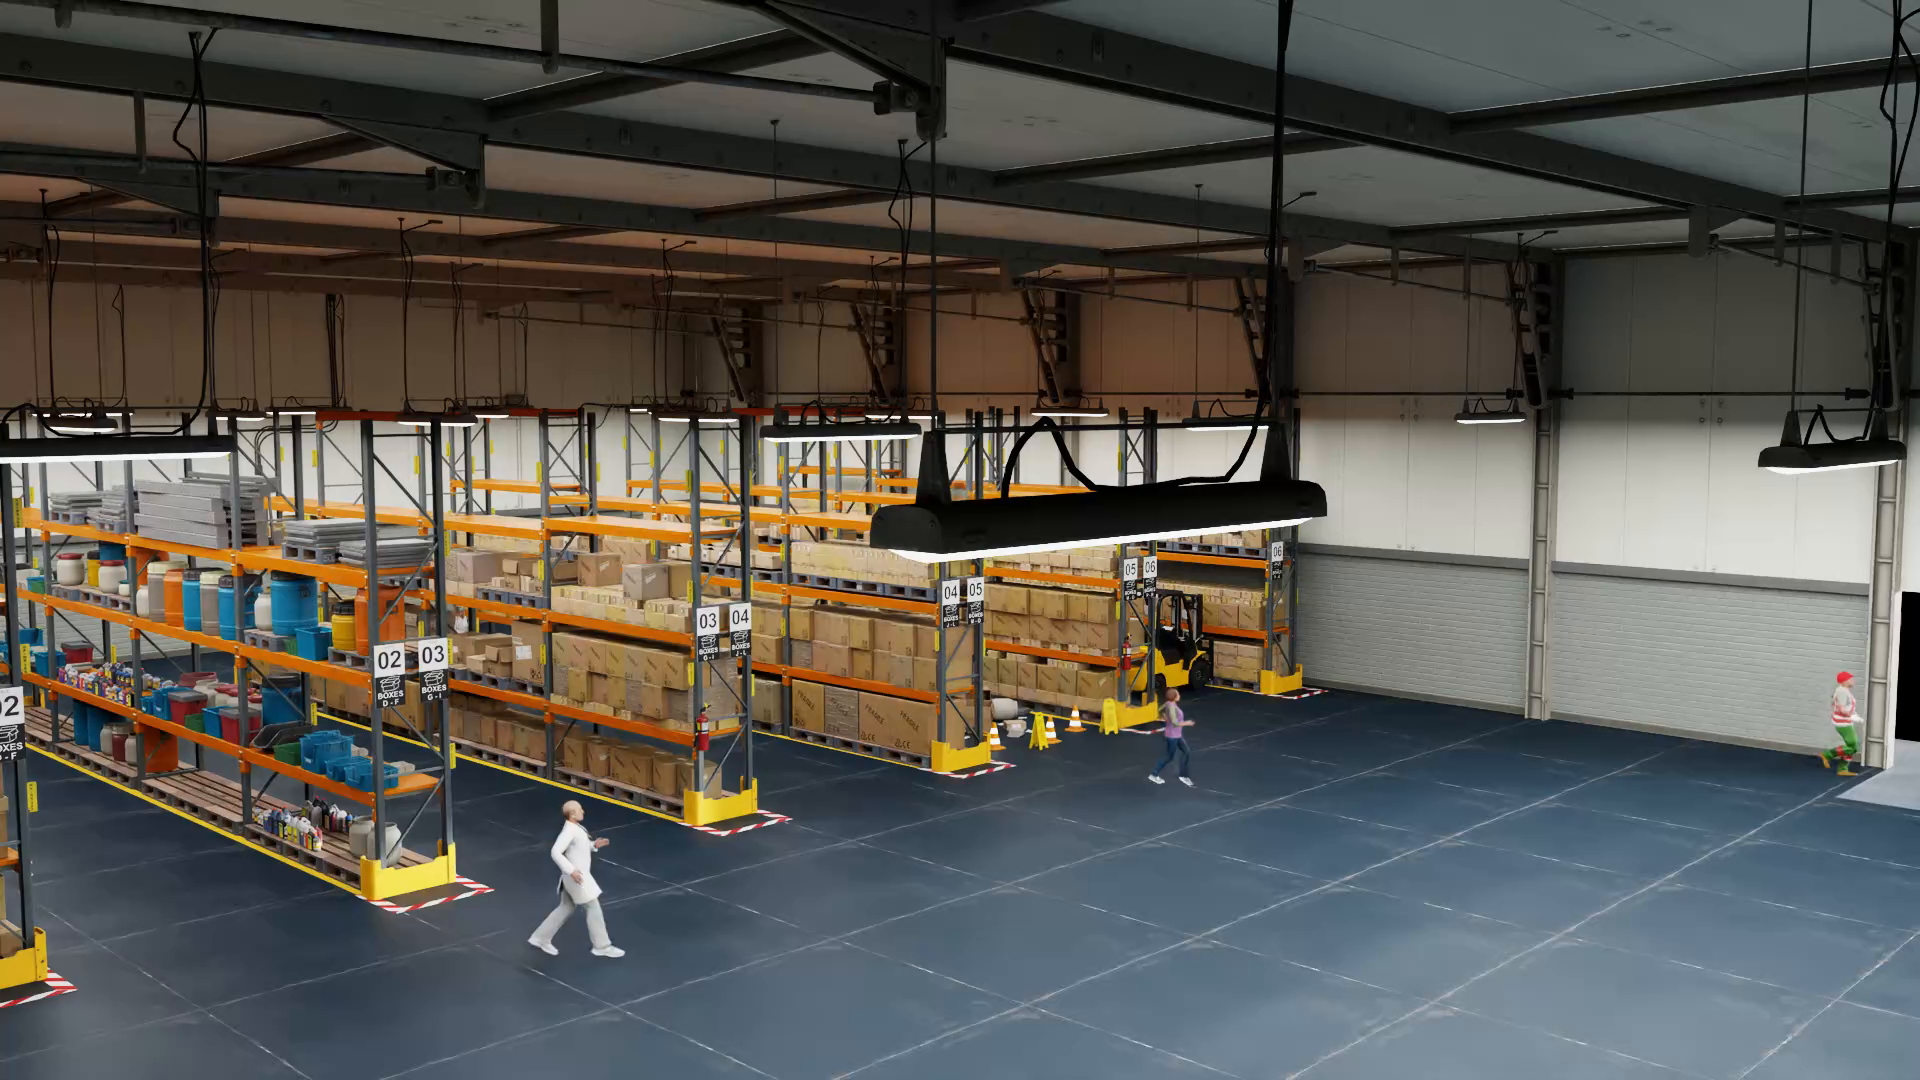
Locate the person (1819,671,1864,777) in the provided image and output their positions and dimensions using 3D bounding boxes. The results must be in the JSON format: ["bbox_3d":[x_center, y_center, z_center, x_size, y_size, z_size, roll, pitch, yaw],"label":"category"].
[{"bbox_3d":[14.551,3.031,27.467,0.625,1.735,0.673,2,5,20],"label":"person"}]

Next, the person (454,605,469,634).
[{"bbox_3d":[-10.937,2.270,36.437,0.607,1.726,0.880,-5,7,-44],"label":"person"}]

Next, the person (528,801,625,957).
[{"bbox_3d":[-4.277,3.887,18.496,1.042,1.562,0.697,-2,5,-20],"label":"person"}]

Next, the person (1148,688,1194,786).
[{"bbox_3d":[3.407,3.181,26.770,0.733,1.615,0.541,1,5,8],"label":"person"}]
